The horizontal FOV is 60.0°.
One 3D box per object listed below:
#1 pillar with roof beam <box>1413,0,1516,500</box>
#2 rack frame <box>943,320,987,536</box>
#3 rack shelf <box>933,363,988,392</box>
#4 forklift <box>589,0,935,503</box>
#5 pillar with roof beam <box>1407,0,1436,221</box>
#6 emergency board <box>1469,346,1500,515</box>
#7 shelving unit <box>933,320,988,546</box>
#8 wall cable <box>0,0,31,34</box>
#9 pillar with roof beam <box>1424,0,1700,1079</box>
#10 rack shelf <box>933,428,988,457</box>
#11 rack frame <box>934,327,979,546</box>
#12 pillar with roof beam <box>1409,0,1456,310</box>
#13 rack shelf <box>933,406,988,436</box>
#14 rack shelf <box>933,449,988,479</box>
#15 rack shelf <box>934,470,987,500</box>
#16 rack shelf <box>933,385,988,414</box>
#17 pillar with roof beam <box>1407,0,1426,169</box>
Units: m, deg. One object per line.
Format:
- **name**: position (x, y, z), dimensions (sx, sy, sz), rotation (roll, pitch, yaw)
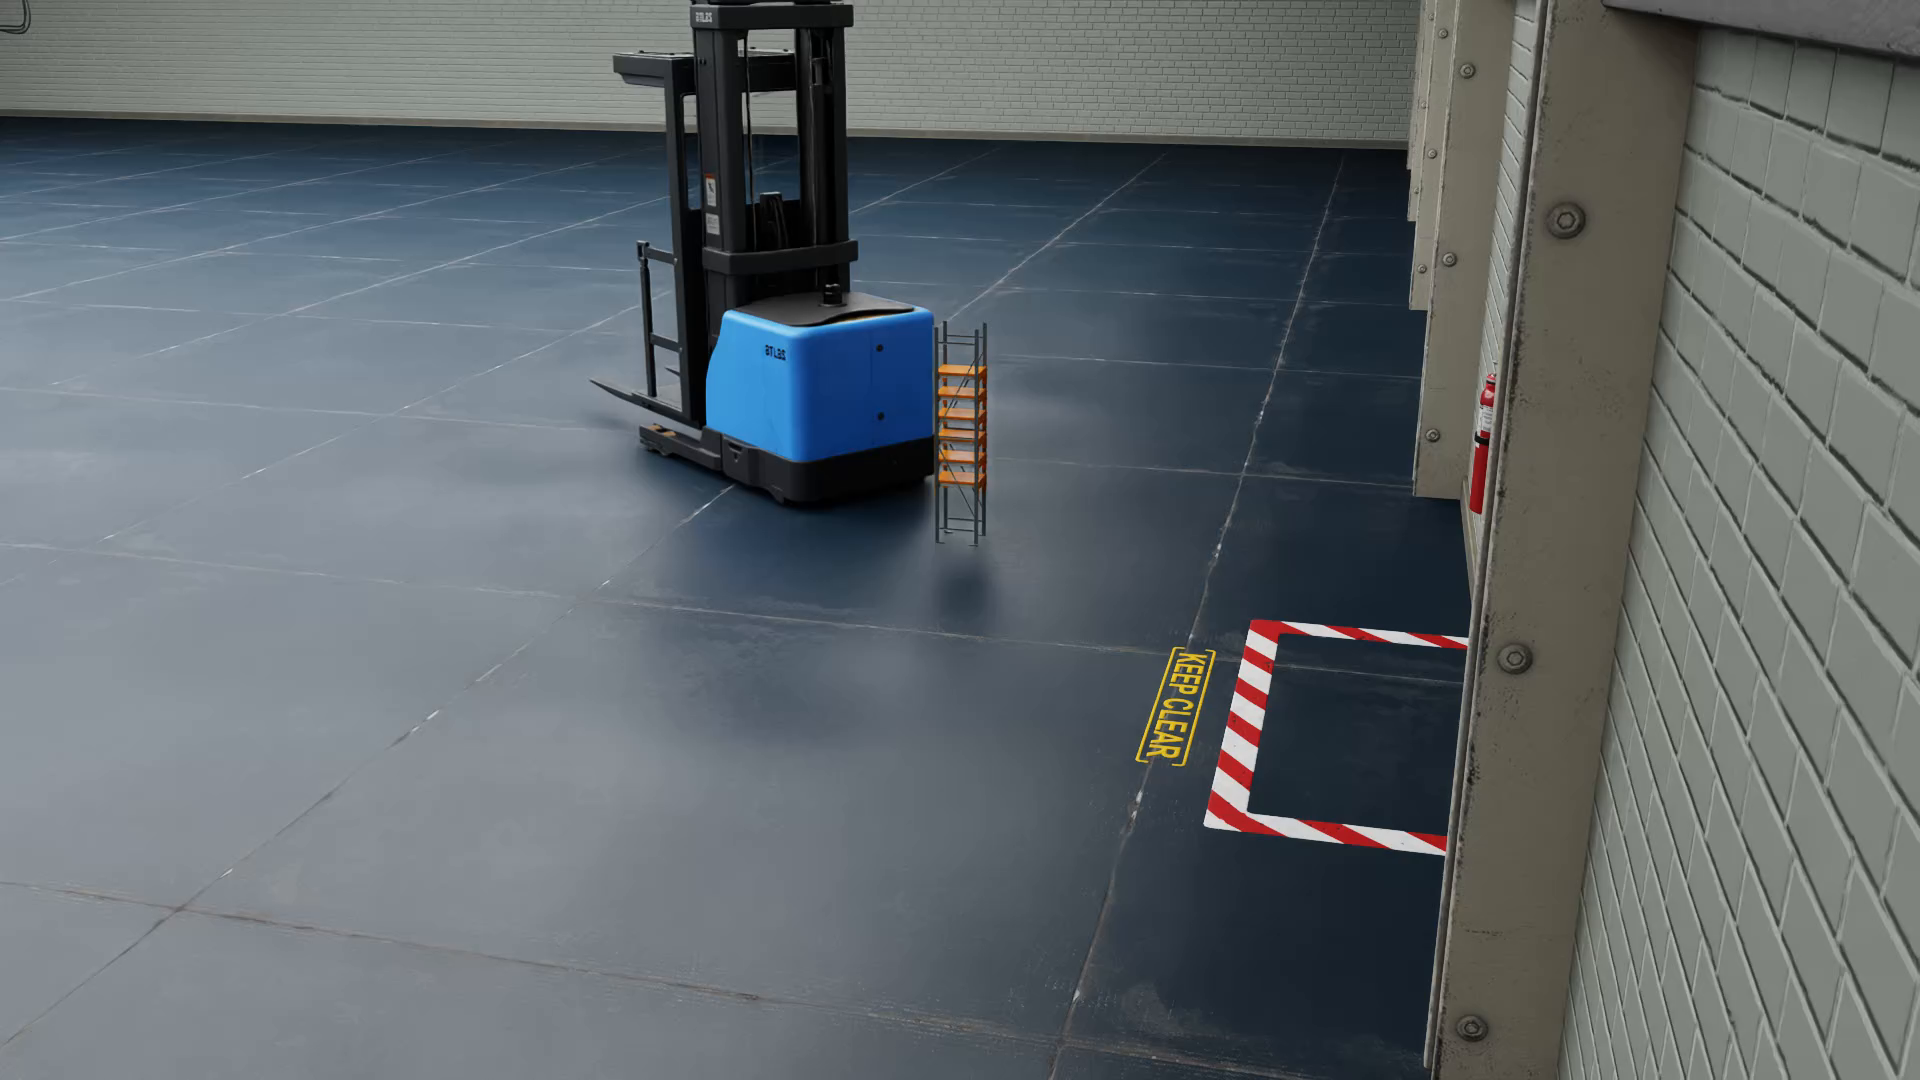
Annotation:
- **pillar with roof beam**: position (-1.264, -4.911, 9.643), dimensions (9.100, 9.000, 0.400), rotation (5, 19, 13)
- **rack frame**: position (0.026, -0.601, 9.091), dimensions (0.240, 1.200, 0.006), rotation (5, 19, 13)
- **rack shelf**: position (0.004, -0.871, 8.905), dimensions (0.258, 0.103, 0.180), rotation (5, 19, 13)
- **forklift**: position (-1.446, -2.012, 10.543), dimensions (1.130, 2.935, 3.031), rotation (-14, 24, -36)
- **pillar with roof beam**: position (1.668, -8.672, 20.655), dimensions (9.100, 9.000, 0.400), rotation (5, 19, 13)
- **emergency board**: position (2.085, -0.623, 6.370), dimensions (0.194, 1.169, 0.643), rotation (5, 19, 13)
- **shelving unit**: position (0.004, -0.572, 9.007), dimensions (0.258, 1.200, 0.189), rotation (5, 19, 13)
- **wall cable**: position (-21.235, -12.050, 35.348), dimensions (3.097, 2.526, 0.112), rotation (5, 19, 13)
- **pillar with roof beam**: position (-2.730, -3.030, 4.137), dimensions (9.100, 9.000, 0.400), rotation (5, 19, 13)
- **rack shelf**: position (0.004, -0.530, 9.021), dimensions (0.258, 0.103, 0.180), rotation (5, 19, 13)
- **rack frame**: position (-0.019, -0.544, 8.923), dimensions (0.240, 1.200, 0.006), rotation (5, 19, 13)
- **pillar with roof beam**: position (0.202, -6.791, 15.149), dimensions (9.100, 9.000, 0.400), rotation (5, 19, 13)
- **rack shelf**: position (0.004, -0.644, 8.982), dimensions (0.258, 0.103, 0.180), rotation (5, 19, 13)
- **rack shelf**: position (0.004, -0.417, 9.060), dimensions (0.258, 0.103, 0.180), rotation (5, 19, 13)
- **rack shelf**: position (0.004, -0.303, 9.099), dimensions (0.258, 0.103, 0.180), rotation (5, 19, 13)
- **rack shelf**: position (0.004, -0.757, 8.944), dimensions (0.258, 0.103, 0.180), rotation (5, 19, 13)
- **pillar with roof beam**: position (3.134, -10.553, 26.161), dimensions (9.100, 9.000, 0.400), rotation (5, 19, 13)
